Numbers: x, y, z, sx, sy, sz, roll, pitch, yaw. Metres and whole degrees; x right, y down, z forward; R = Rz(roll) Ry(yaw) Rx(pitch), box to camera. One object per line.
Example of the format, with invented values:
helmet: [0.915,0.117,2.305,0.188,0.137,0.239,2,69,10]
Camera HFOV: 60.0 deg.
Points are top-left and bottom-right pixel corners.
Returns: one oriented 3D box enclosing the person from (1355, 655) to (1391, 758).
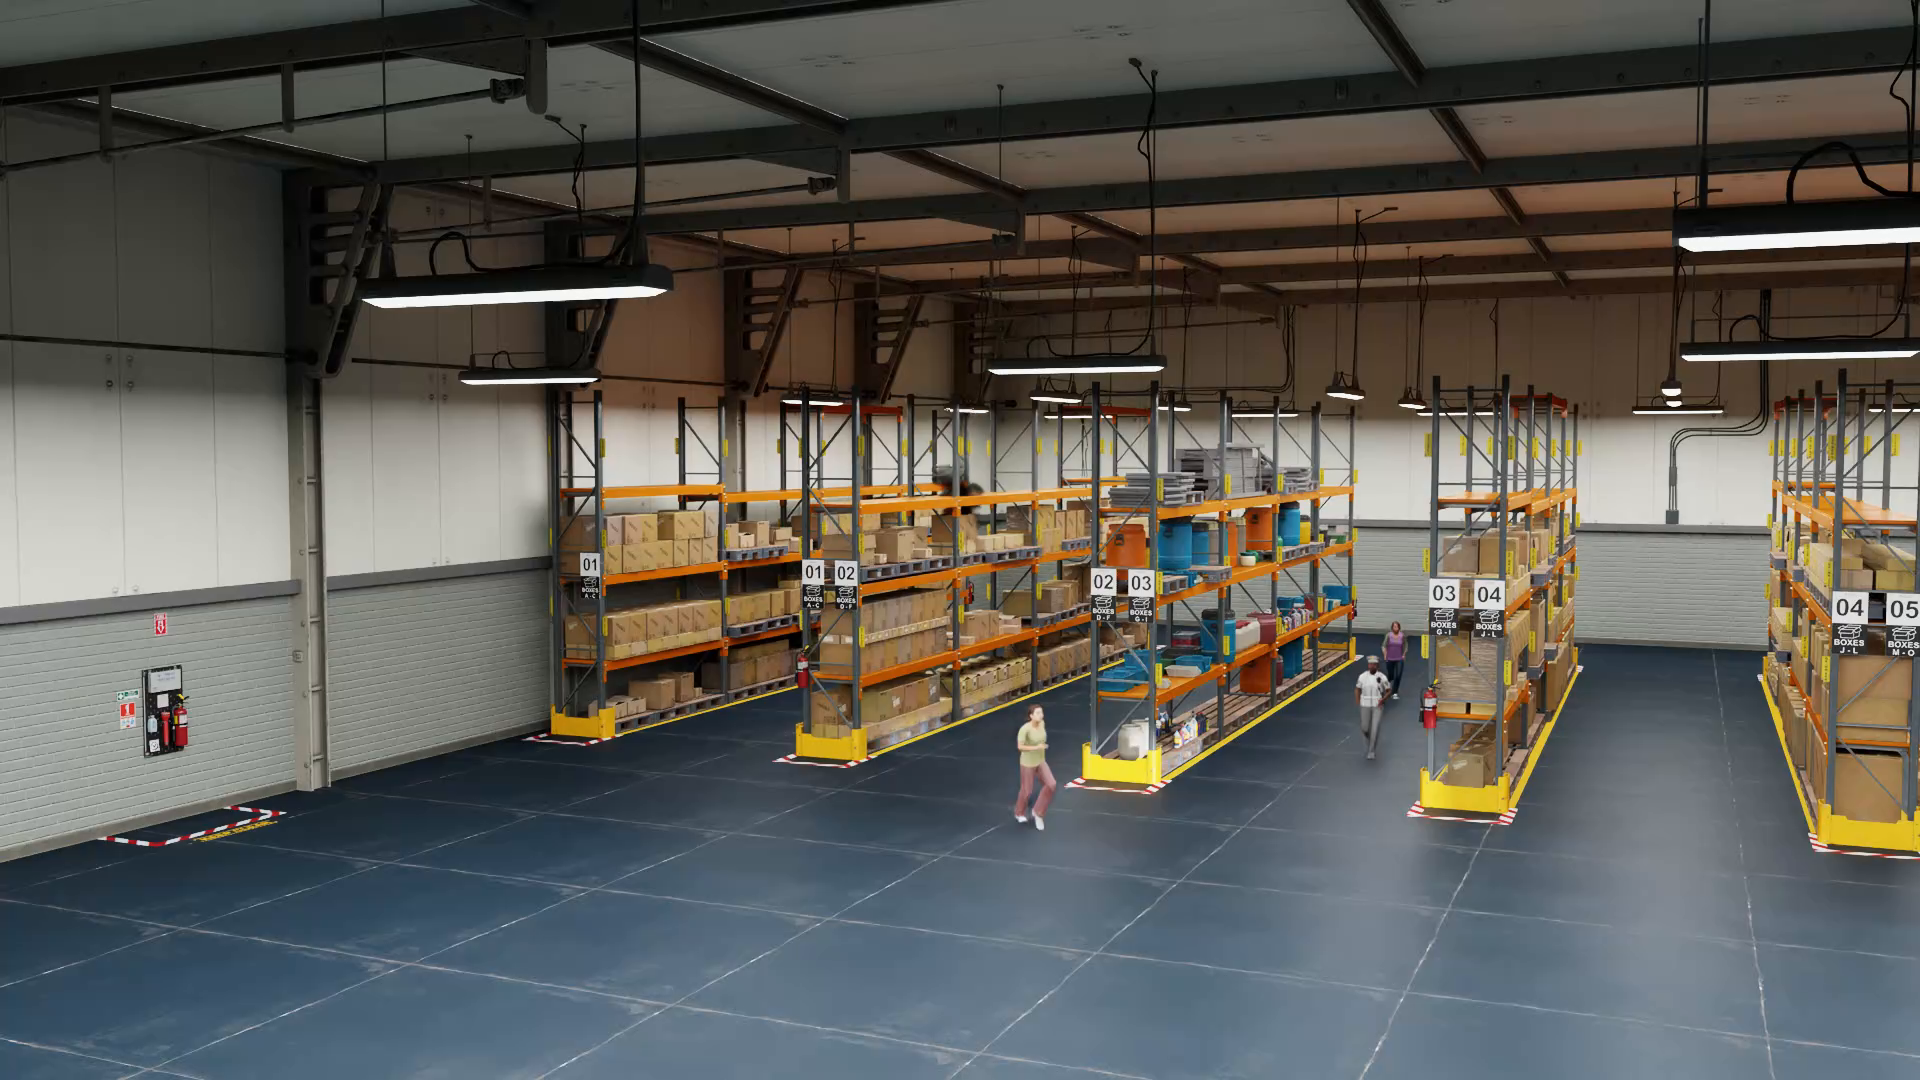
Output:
person: [6.703,2.694,27.016,0.583,1.662,0.558,1,3,20]

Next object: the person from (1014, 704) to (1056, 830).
person: [0.951,2.959,21.840,0.604,1.656,0.784,-2,4,-36]

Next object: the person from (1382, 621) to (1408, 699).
person: [8.724,2.392,33.377,0.521,1.554,0.598,0,3,8]
